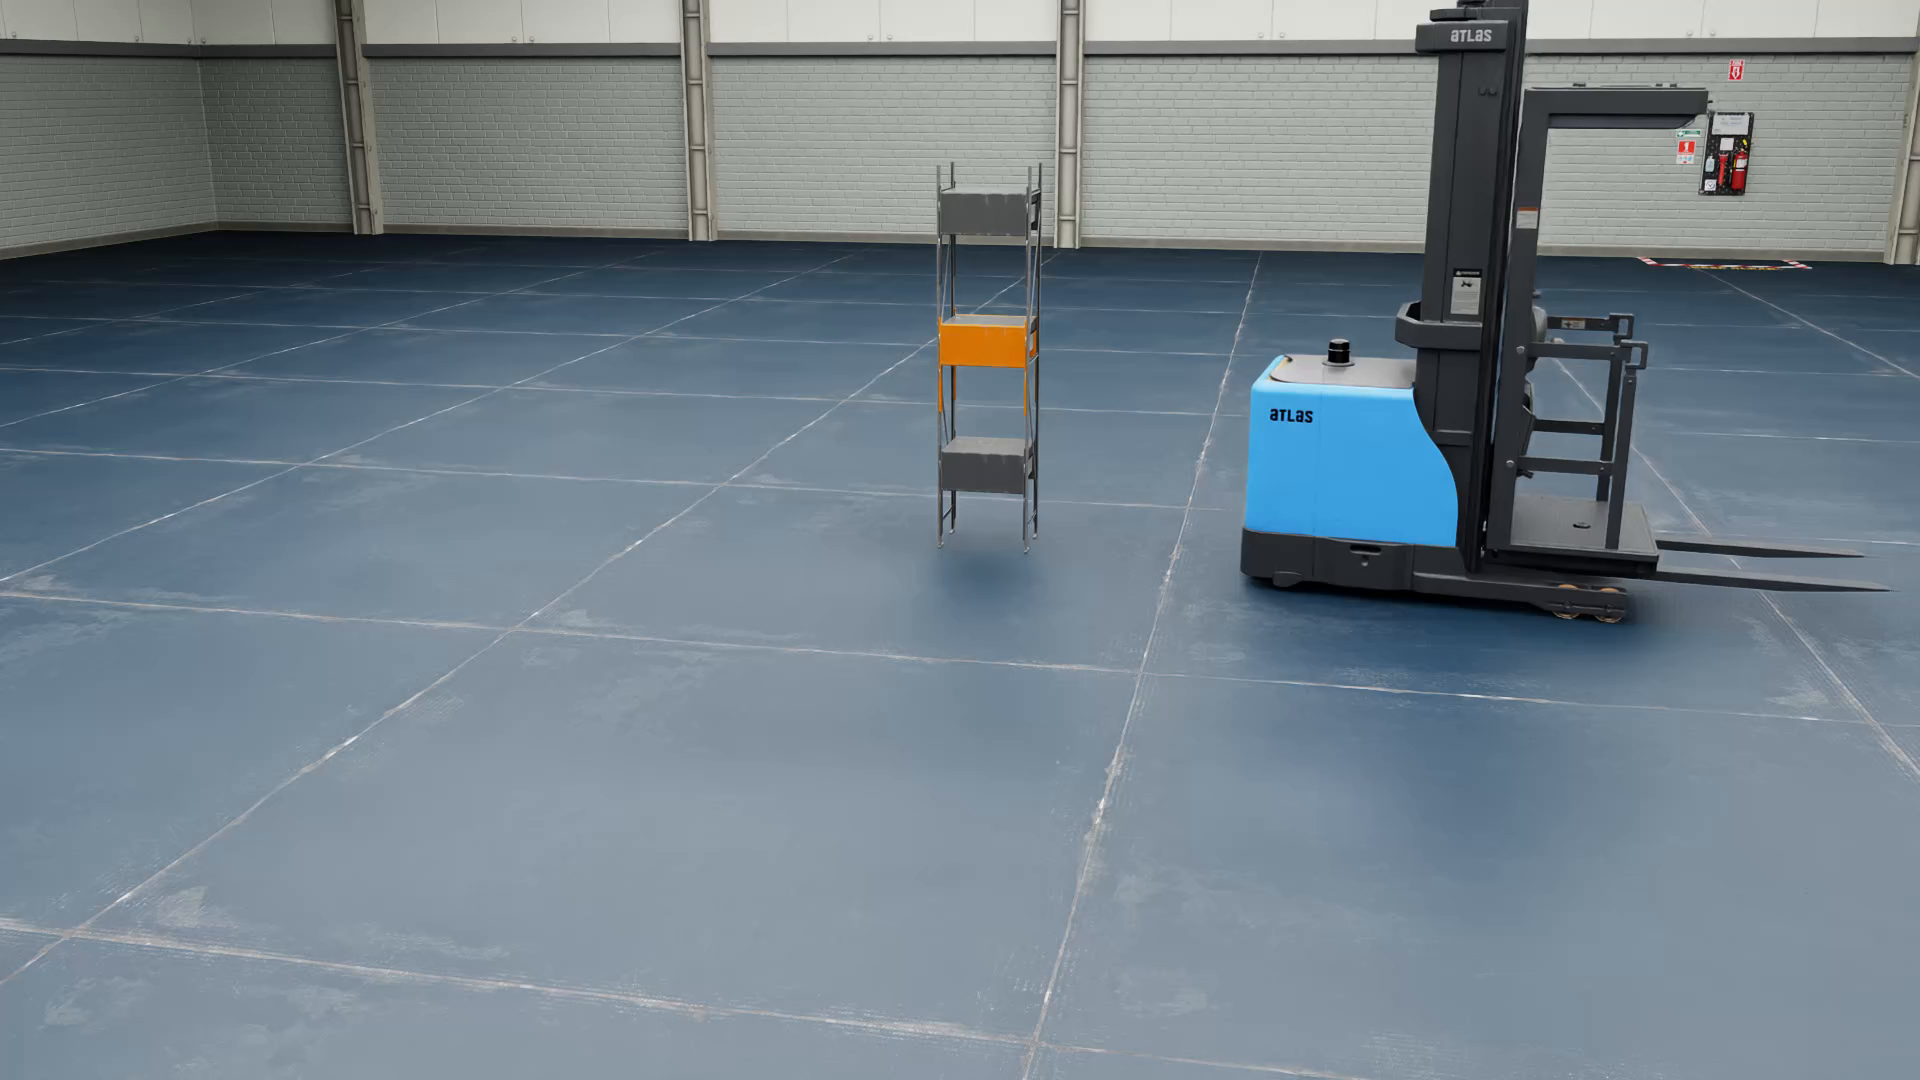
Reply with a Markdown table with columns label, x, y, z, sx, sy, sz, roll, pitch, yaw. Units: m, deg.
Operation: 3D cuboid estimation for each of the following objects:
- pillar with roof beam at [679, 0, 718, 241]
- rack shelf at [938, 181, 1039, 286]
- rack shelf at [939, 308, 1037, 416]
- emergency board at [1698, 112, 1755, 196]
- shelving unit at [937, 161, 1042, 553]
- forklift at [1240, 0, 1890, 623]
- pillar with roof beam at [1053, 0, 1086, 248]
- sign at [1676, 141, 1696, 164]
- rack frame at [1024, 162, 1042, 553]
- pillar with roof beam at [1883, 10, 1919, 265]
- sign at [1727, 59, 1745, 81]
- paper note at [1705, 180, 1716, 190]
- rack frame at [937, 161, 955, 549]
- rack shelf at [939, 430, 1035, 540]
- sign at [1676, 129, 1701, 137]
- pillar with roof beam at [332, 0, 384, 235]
| label | x | y | z | sx | sy | sz | roll | pitch | yaw |
| --- | --- | --- | --- | --- | --- | --- | --- | --- | --- |
| pillar with roof beam | -5.054 | -8.119 | 21.946 | 0.400 | 9.000 | 9.100 | 3 | 16 | 11 |
| rack shelf | 0.162 | -1.665 | 8.997 | 0.480 | 0.518 | 0.431 | 3 | 16 | 11 |
| rack shelf | 0.162 | -0.990 | 9.184 | 0.480 | 0.518 | 0.431 | 3 | 16 | 11 |
| emergency board | 11.029 | -5.538 | 23.866 | 0.643 | 1.169 | 0.194 | 3 | 16 | 11 |
| shelving unit | 0.162 | -1.003 | 9.180 | 0.503 | 2.100 | 0.431 | 3 | 16 | 11 |
| forklift | 3.032 | -1.171 | 8.230 | 3.031 | 2.935 | 1.130 | 5 | 16 | 17 |
| pillar with roof beam | 0.826 | -7.800 | 20.793 | 0.400 | 9.000 | 9.100 | 3 | 16 | 11 |
| sign | 10.508 | -5.612 | 24.065 | 0.234 | 0.329 | 0.001 | 3 | 16 | 11 |
| rack frame | 0.401 | -0.990 | 9.133 | 0.015 | 2.100 | 0.400 | 3 | 16 | 11 |
| pillar with roof beam | 12.585 | -7.162 | 18.489 | 0.400 | 9.000 | 9.100 | 3 | 16 | 11 |
| sign | 11.041 | -6.682 | 23.652 | 0.199 | 0.298 | 0.001 | 3 | 16 | 11 |
| paper note | 10.869 | -5.141 | 24.083 | 0.142 | 0.148 | 0.016 | 3 | 16 | 11 |
| rack frame | -0.077 | -1.016 | 9.227 | 0.015 | 2.100 | 0.400 | 3 | 16 | 11 |
| rack shelf | 0.162 | -0.315 | 9.370 | 0.480 | 0.518 | 0.431 | 3 | 16 | 11 |
| sign | 10.510 | -5.865 | 23.985 | 0.331 | 0.109 | 0.001 | 3 | 16 | 11 |
| pillar with roof beam | -10.933 | -8.438 | 23.098 | 0.400 | 9.000 | 9.100 | 3 | 16 | 11 |
